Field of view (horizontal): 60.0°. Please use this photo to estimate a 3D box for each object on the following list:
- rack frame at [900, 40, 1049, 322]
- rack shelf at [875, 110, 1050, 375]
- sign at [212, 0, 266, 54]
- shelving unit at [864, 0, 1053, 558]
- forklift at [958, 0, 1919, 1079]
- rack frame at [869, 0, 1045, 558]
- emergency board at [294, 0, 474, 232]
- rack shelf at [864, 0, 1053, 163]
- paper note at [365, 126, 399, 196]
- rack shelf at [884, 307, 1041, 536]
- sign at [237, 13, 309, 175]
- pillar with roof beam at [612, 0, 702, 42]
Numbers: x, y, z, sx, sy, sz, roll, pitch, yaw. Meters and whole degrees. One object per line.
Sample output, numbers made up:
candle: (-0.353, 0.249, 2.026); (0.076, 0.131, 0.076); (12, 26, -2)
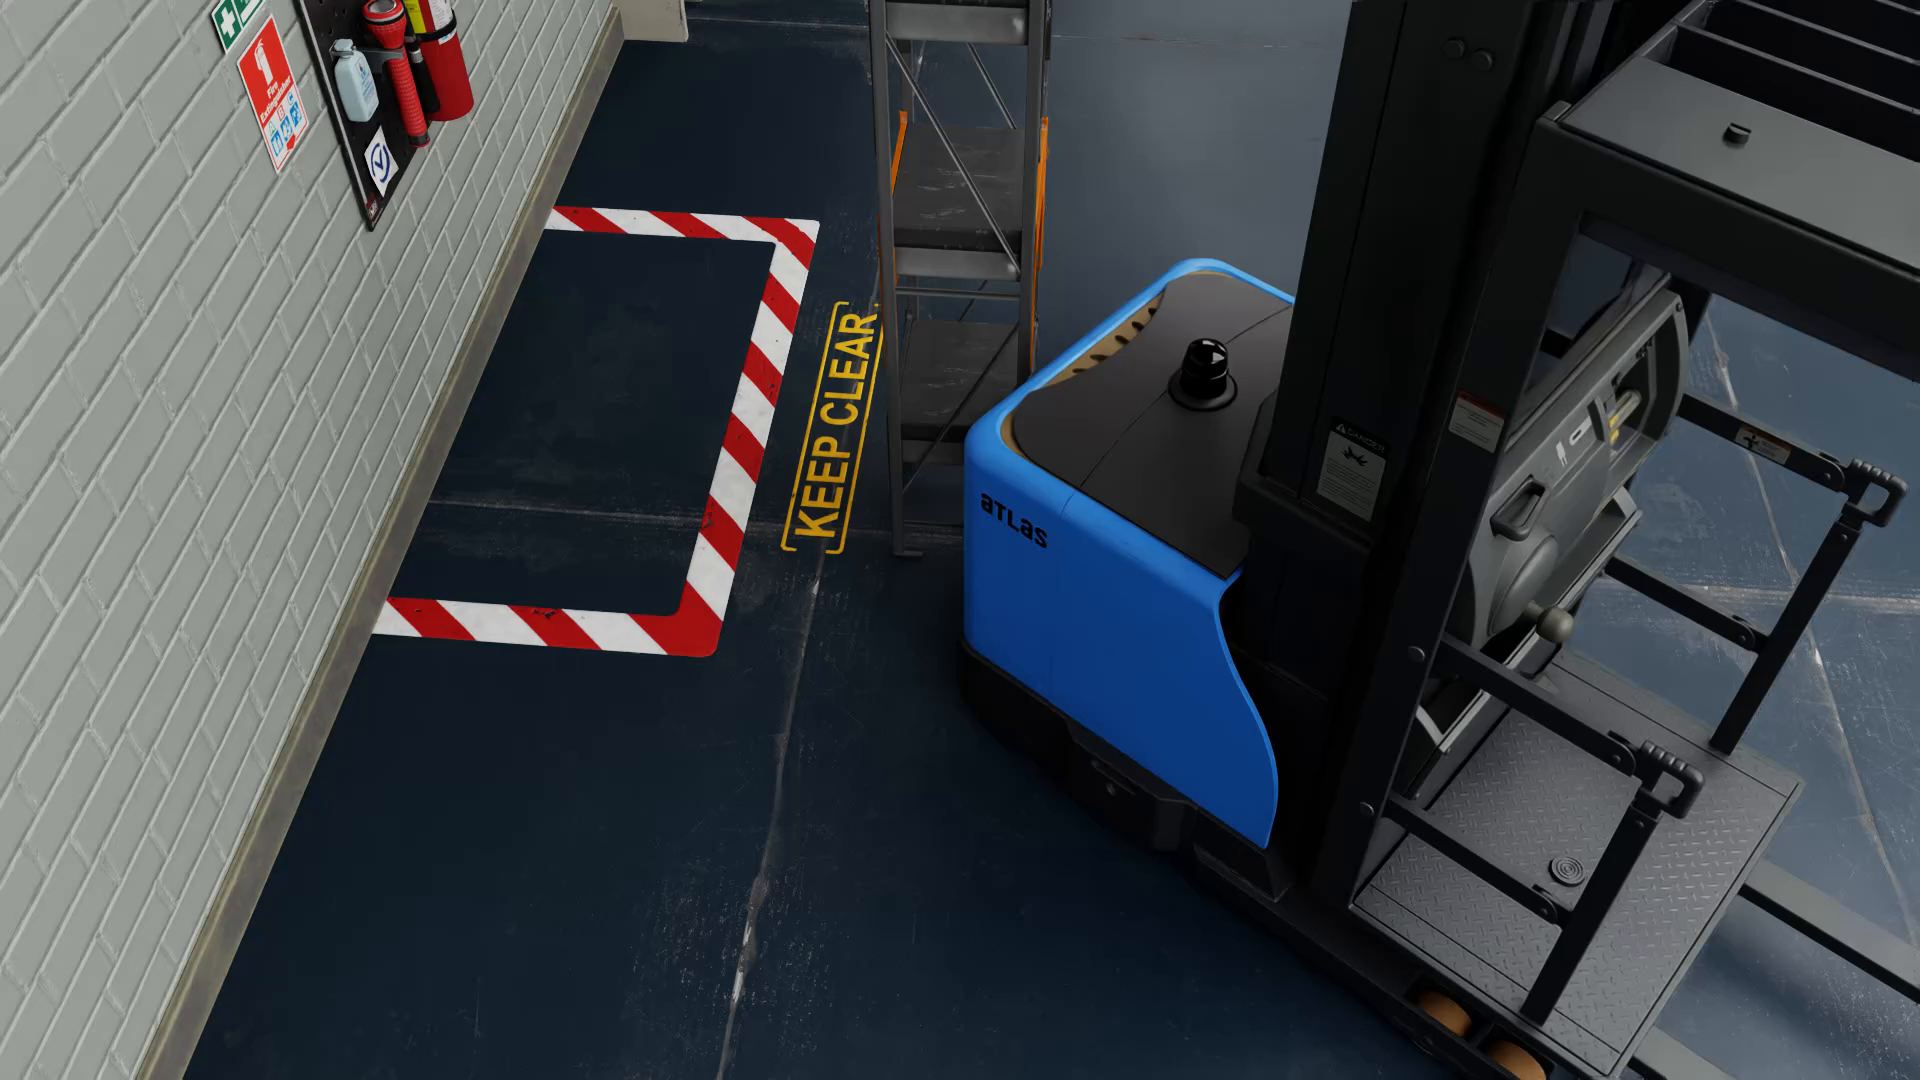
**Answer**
rack frame: (0.037, -1.010, 4.750); (0.400, 2.100, 0.015); (4, 48, 4)
rack shelf: (0.015, -0.821, 4.597); (0.431, 0.518, 0.480); (4, 48, 4)
sign: (-1.734, -1.314, 4.036); (0.001, 0.109, 0.331); (4, 48, 4)
shelving unit: (0.015, -0.830, 4.586); (0.431, 2.100, 0.503); (4, 48, 4)
forklift: (1.432, -0.071, 3.329); (3.031, 2.935, 1.130); (33, 56, 27)
rack frame: (-0.007, -0.651, 4.422); (0.400, 2.100, 0.015); (4, 48, 4)
emergency board: (-1.590, -1.520, 4.607); (0.194, 1.169, 0.643); (4, 48, 4)
rack shelf: (0.015, -1.294, 4.080); (0.431, 0.518, 0.480); (4, 48, 4)
paper note: (-1.675, -1.097, 4.818); (0.016, 0.148, 0.142); (4, 48, 4)
rack shelf: (0.015, -0.349, 5.113); (0.431, 0.518, 0.480); (4, 48, 4)
sign: (-1.743, -1.133, 4.229); (0.001, 0.329, 0.234); (4, 48, 4)
pillar with roof beam: (2.960, -5.068, 3.787); (9.100, 9.000, 0.400); (4, 48, 4)
